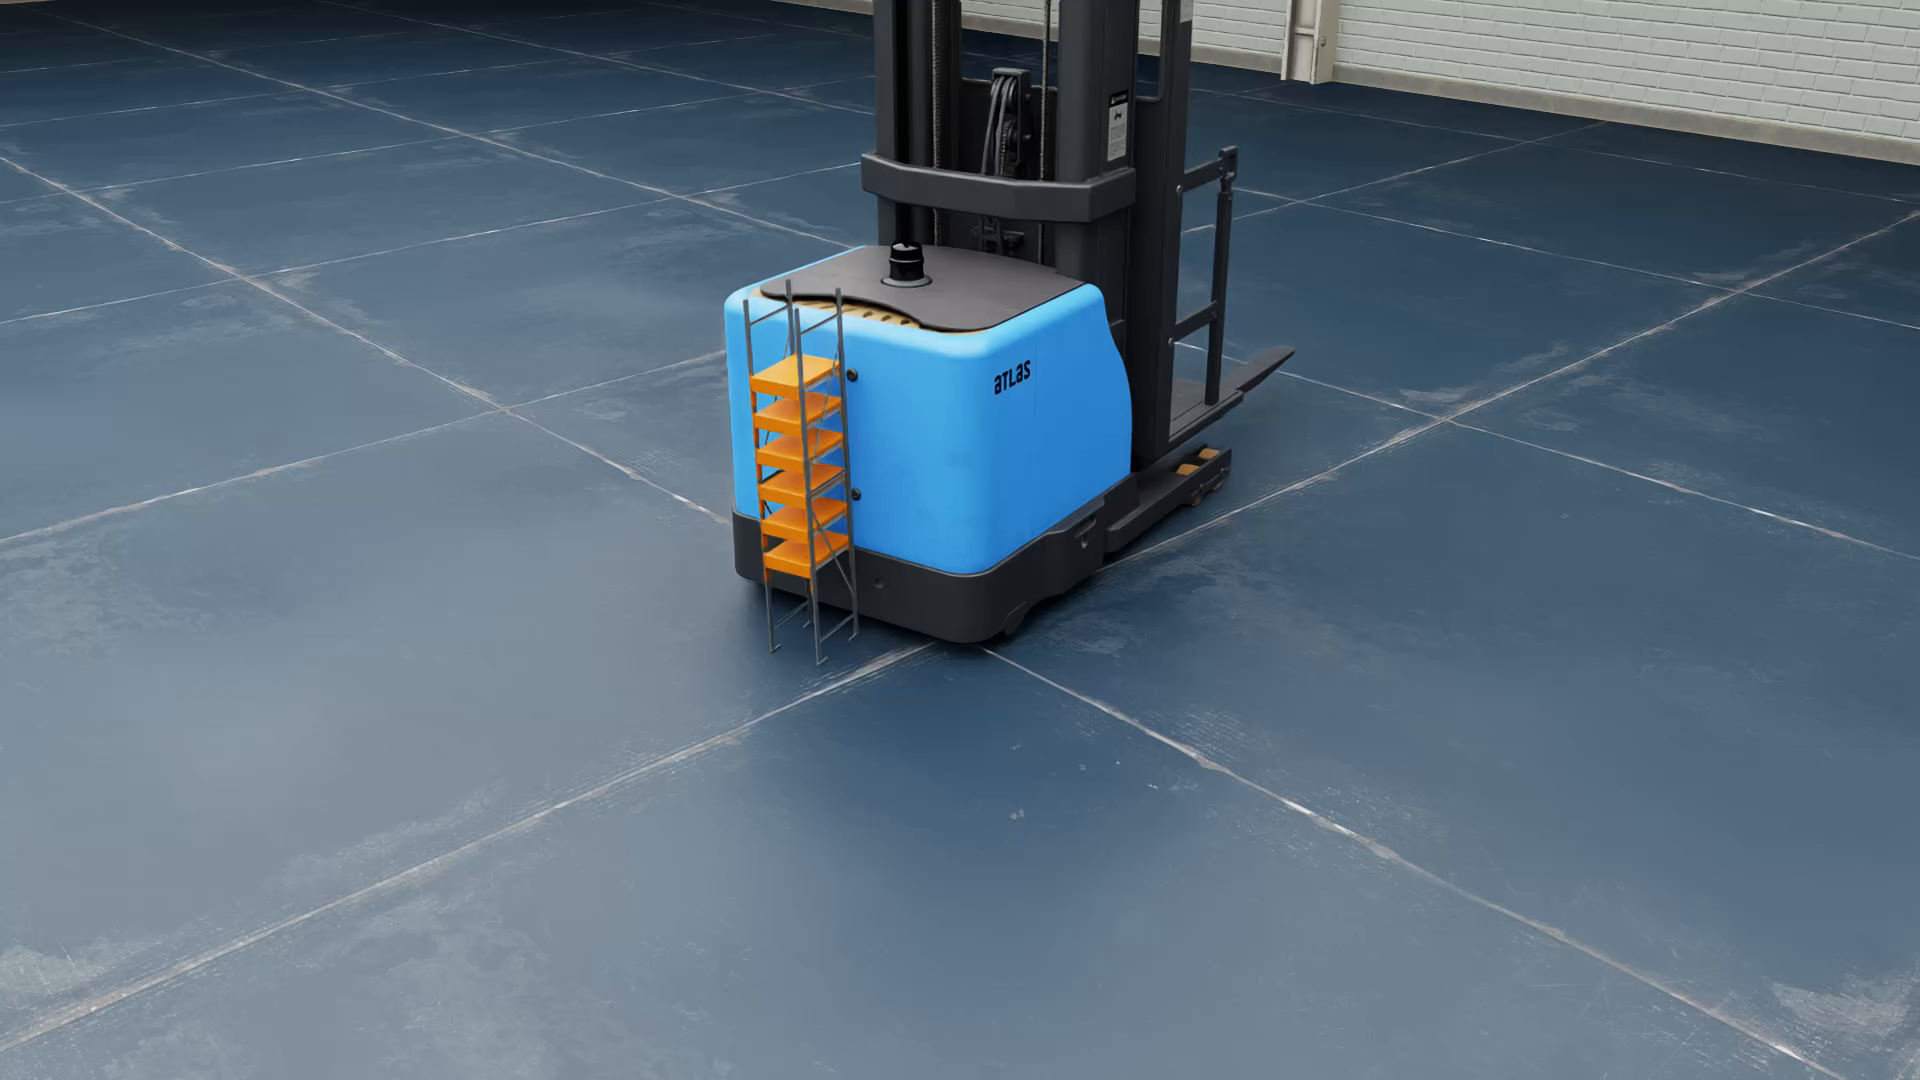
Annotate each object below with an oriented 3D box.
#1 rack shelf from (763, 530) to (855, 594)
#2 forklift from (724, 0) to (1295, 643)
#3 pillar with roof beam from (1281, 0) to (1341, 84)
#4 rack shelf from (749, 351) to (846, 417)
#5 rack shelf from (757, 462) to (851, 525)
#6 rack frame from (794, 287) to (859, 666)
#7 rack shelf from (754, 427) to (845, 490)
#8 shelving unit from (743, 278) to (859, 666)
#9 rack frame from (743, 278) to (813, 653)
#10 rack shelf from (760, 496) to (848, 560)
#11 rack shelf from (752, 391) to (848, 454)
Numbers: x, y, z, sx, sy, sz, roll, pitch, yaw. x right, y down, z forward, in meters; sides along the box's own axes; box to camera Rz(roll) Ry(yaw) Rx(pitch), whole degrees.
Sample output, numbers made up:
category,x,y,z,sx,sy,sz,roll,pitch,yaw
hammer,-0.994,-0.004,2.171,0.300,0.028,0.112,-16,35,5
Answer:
category,x,y,z,sx,sy,sz,roll,pitch,yaw
rack shelf,-0.484,0.058,5.351,0.180,0.103,0.258,13,30,27
forklift,0.435,-1.564,6.146,1.130,2.935,3.031,15,29,30
pillar with roof beam,0.170,-7.264,11.332,9.100,9.000,0.400,-21,32,-38
rack shelf,-0.495,-0.480,5.085,0.180,0.103,0.258,13,30,27
rack shelf,-0.489,-0.158,5.245,0.180,0.103,0.258,13,30,27
rack frame,-0.410,-0.178,5.184,0.006,1.200,0.240,13,30,27
rack shelf,-0.491,-0.265,5.192,0.180,0.103,0.258,13,30,27
shelving unit,-0.490,-0.197,5.225,0.189,1.200,0.258,13,30,27
rack frame,-0.569,-0.216,5.266,0.006,1.200,0.240,13,30,27
rack shelf,-0.487,-0.050,5.298,0.180,0.103,0.258,13,30,27
rack shelf,-0.493,-0.373,5.138,0.180,0.103,0.258,13,30,27
